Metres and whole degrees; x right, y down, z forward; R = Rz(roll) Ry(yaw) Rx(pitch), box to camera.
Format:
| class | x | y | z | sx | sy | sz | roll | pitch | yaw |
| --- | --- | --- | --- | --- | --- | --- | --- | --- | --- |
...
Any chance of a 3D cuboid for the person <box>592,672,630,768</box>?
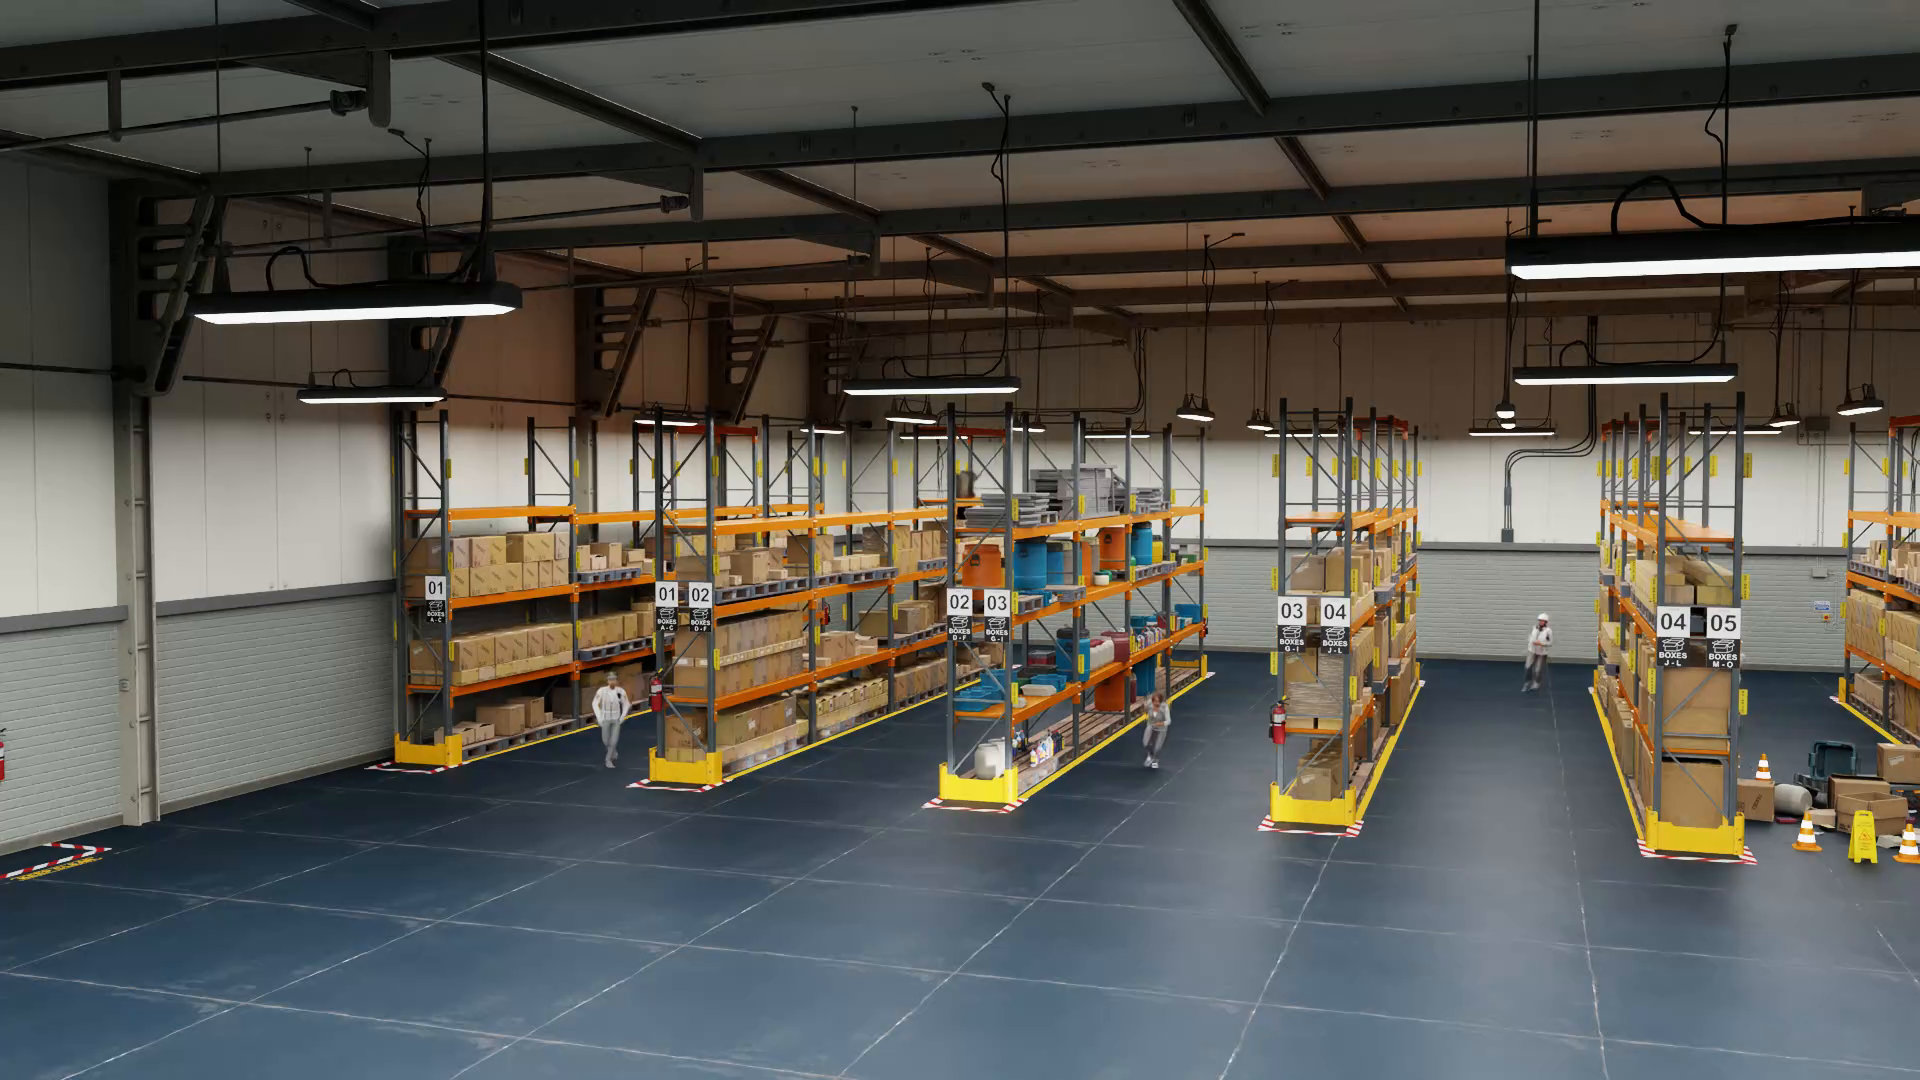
| class | x | y | z | sx | sy | sz | roll | pitch | yaw |
| --- | --- | --- | --- | --- | --- | --- | --- | --- | --- |
| person | -5.851 | 3.004 | 27.915 | 0.618 | 1.619 | 0.522 | 0 | 2 | -10 |

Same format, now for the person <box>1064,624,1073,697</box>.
| class | x | y | z | sx | sy | sz | roll | pitch | yaw |
| --- | --- | --- | --- | --- | --- | --- | --- | --- | --- |
| person | 2.395 | 2.637 | 36.810 | 0.658 | 1.630 | 0.828 | 2 | 3 | 35 |

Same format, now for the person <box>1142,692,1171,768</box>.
| class | x | y | z | sx | sy | sz | roll | pitch | yaw |
| --- | --- | --- | --- | --- | --- | --- | --- | --- | --- |
| person | 3.229 | 3.136 | 27.374 | 0.545 | 1.356 | 0.912 | 1 | 3 | 18 |

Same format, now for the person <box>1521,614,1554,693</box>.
| class | x | y | z | sx | sy | sz | roll | pitch | yaw |
| --- | --- | --- | --- | --- | --- | --- | --- | --- | --- |
| person | 12.974 | 2.548 | 37.228 | 0.690 | 1.811 | 0.684 | 2 | 3 | 34 |
